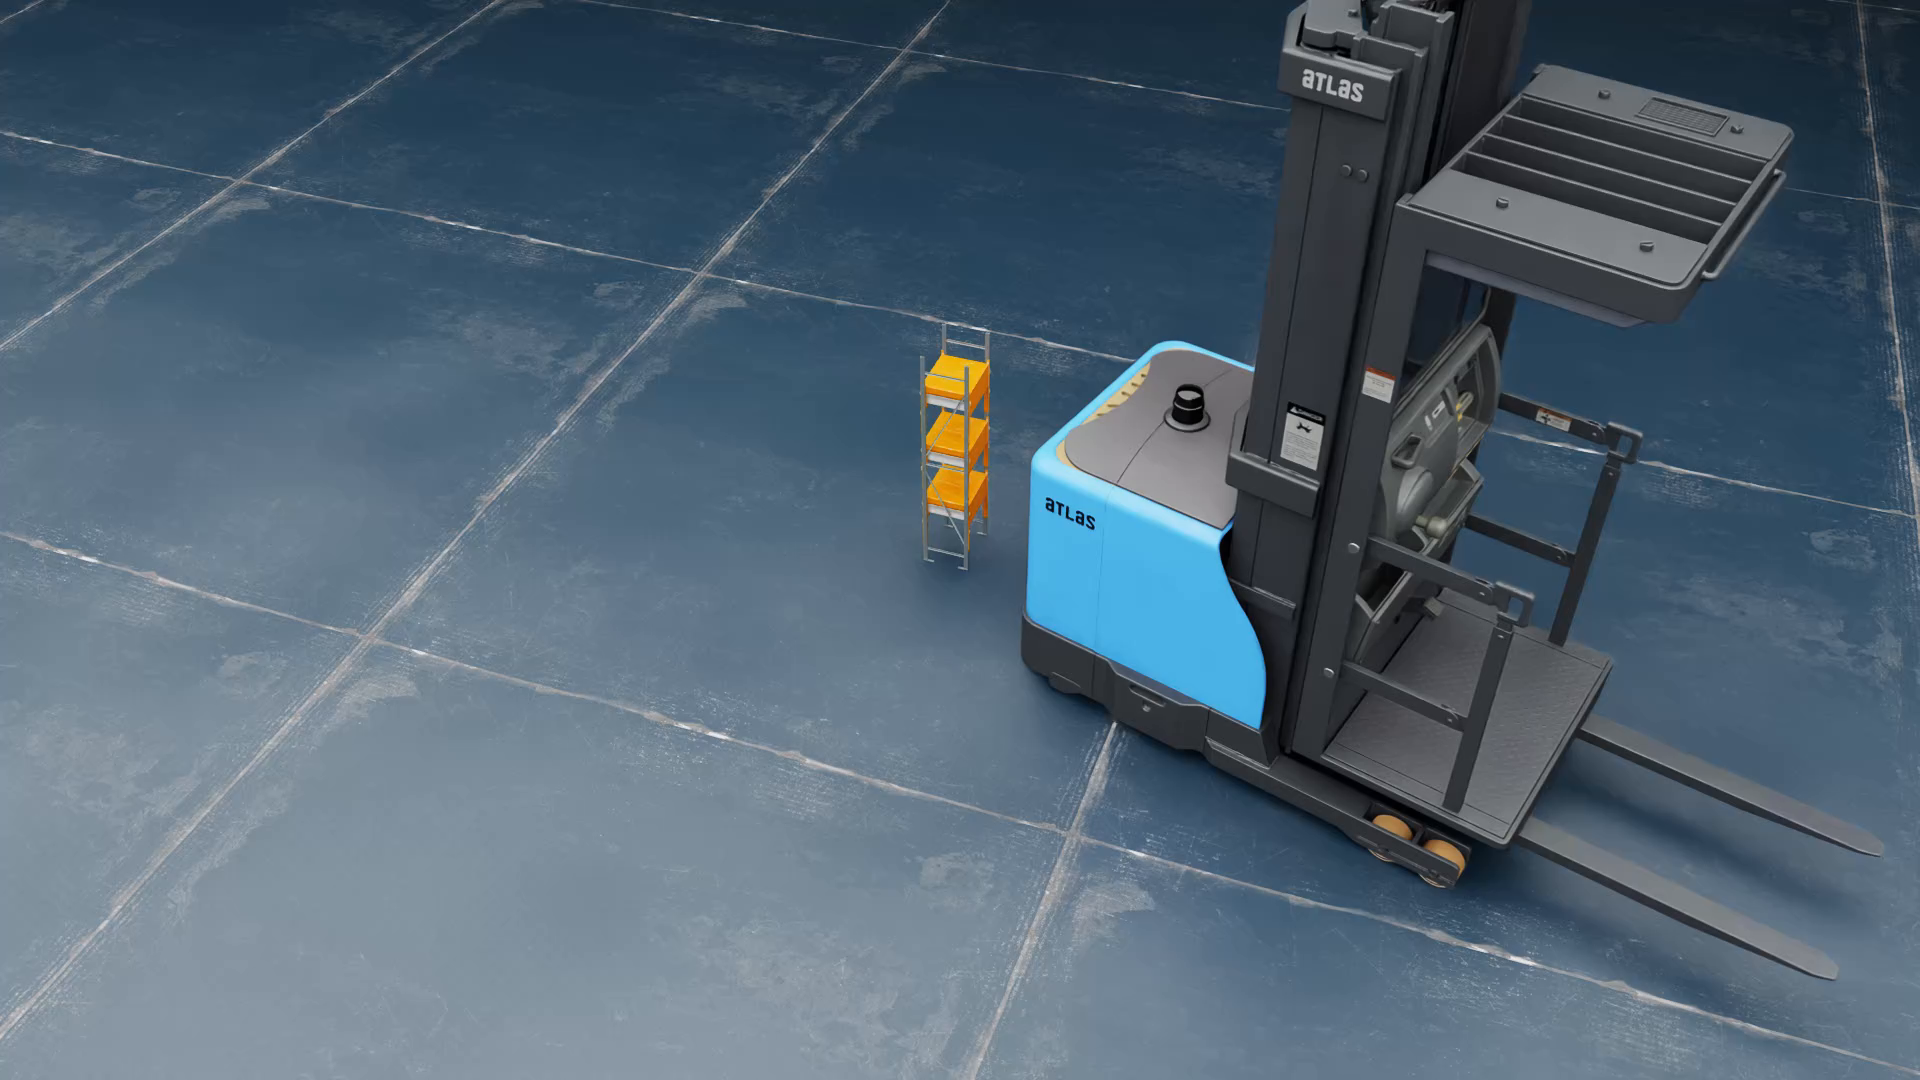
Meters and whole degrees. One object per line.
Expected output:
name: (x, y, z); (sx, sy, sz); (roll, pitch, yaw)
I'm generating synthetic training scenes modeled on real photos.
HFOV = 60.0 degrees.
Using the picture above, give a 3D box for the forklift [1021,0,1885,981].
forklift: (1.737, -0.296, 5.339); (3.031, 2.935, 1.130); (25, 46, 26)

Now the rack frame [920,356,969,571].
rack frame: (-0.060, -0.292, 6.784); (0.200, 1.050, 0.008); (13, 42, 15)

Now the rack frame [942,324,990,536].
rack frame: (0.023, -0.441, 6.958); (0.200, 1.050, 0.008); (13, 42, 15)

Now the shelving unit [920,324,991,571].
shelving unit: (-0.018, -0.367, 6.871); (0.215, 1.050, 0.252); (13, 42, 15)

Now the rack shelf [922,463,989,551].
rack shelf: (-0.018, -0.147, 7.058); (0.215, 0.259, 0.240); (13, 42, 15)

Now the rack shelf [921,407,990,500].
rack shelf: (-0.018, -0.359, 6.878); (0.215, 0.259, 0.240); (13, 42, 15)

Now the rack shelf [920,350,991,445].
rack shelf: (-0.018, -0.575, 6.694); (0.215, 0.259, 0.240); (13, 42, 15)
